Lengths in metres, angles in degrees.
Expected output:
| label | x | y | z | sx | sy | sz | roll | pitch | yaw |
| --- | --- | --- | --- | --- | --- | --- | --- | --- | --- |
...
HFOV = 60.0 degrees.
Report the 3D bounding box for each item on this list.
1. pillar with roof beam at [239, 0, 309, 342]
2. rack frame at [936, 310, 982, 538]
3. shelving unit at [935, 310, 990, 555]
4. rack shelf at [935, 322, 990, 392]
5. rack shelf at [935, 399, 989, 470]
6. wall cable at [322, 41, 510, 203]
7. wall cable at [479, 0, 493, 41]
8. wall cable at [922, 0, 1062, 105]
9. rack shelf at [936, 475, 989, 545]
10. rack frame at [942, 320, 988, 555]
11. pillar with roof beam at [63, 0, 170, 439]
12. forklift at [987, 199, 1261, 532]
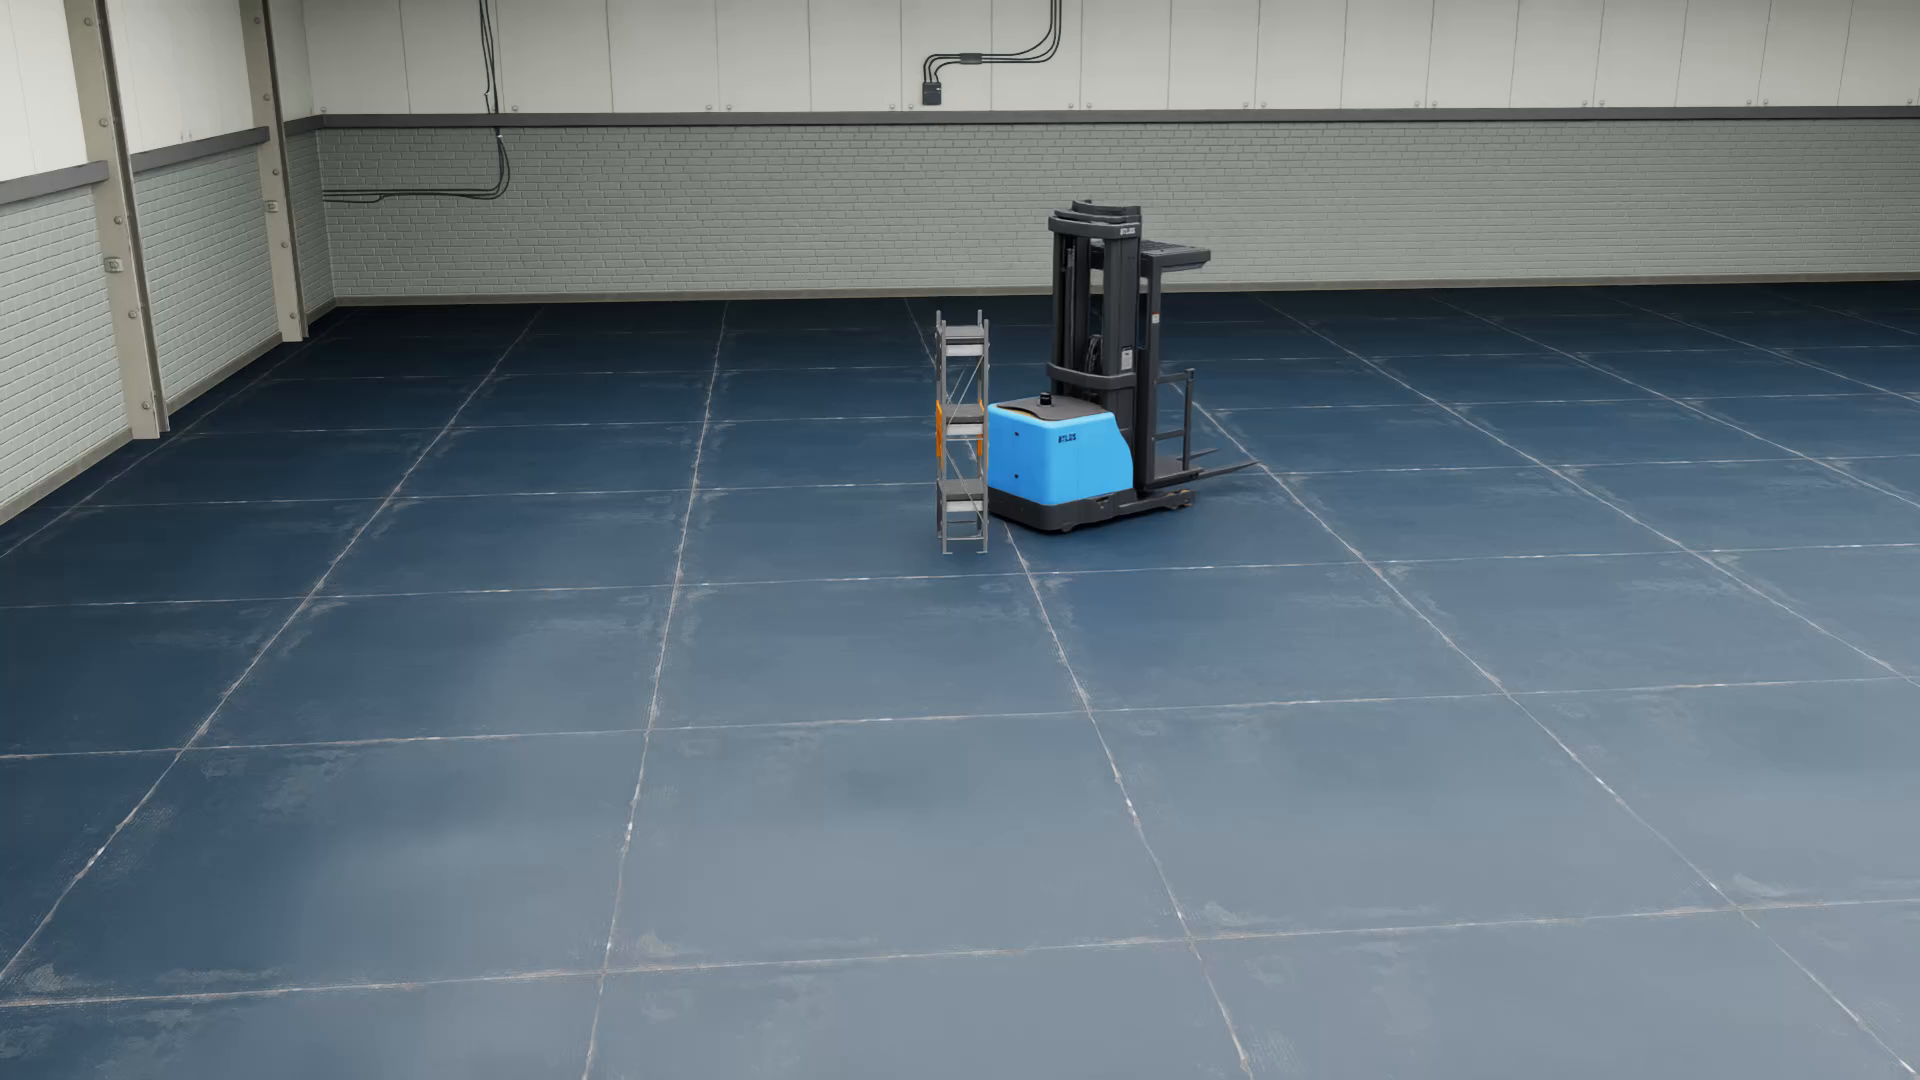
| label | x | y | z | sx | sy | sz | roll | pitch | yaw |
| --- | --- | --- | --- | --- | --- | --- | --- | --- | --- |
| pillar with roof beam | -5.642 | -7.425 | 23.877 | 9.100 | 9.000 | 0.400 | -2 | 18 | -6 |
| rack frame | -0.008 | -1.025 | 15.010 | 0.400 | 2.100 | 0.015 | -2 | 18 | -6 |
| shelving unit | 0.017 | -0.952 | 14.778 | 0.431 | 2.100 | 0.503 | -2 | 18 | -6 |
| rack shelf | 0.017 | -1.607 | 14.573 | 0.431 | 0.518 | 0.480 | -2 | 18 | -6 |
| rack shelf | 0.017 | -0.939 | 14.782 | 0.431 | 0.518 | 0.480 | -2 | 18 | -6 |
| wall cable | -8.912 | -6.729 | 26.844 | 3.097 | 2.526 | 0.112 | -2 | 18 | -6 |
| wall cable | -6.222 | -9.222 | 26.354 | 3.097 | 2.526 | 0.112 | -2 | 18 | -6 |
| wall cable | 0.532 | -10.122 | 26.789 | 2.305 | 6.003 | 0.169 | -2 | 18 | -6 |
| rack shelf | 0.017 | -0.272 | 14.992 | 0.431 | 0.518 | 0.480 | -2 | 18 | -6 |
| rack frame | 0.042 | -0.880 | 14.547 | 0.400 | 2.100 | 0.015 | -2 | 18 | -6 |
| pillar with roof beam | -5.023 | -5.637 | 18.183 | 9.100 | 9.000 | 0.400 | -2 | 18 | -6 |
| forklift | 1.690 | -1.803 | 16.100 | 3.031 | 2.935 | 1.130 | -13 | 22 | -35 |
